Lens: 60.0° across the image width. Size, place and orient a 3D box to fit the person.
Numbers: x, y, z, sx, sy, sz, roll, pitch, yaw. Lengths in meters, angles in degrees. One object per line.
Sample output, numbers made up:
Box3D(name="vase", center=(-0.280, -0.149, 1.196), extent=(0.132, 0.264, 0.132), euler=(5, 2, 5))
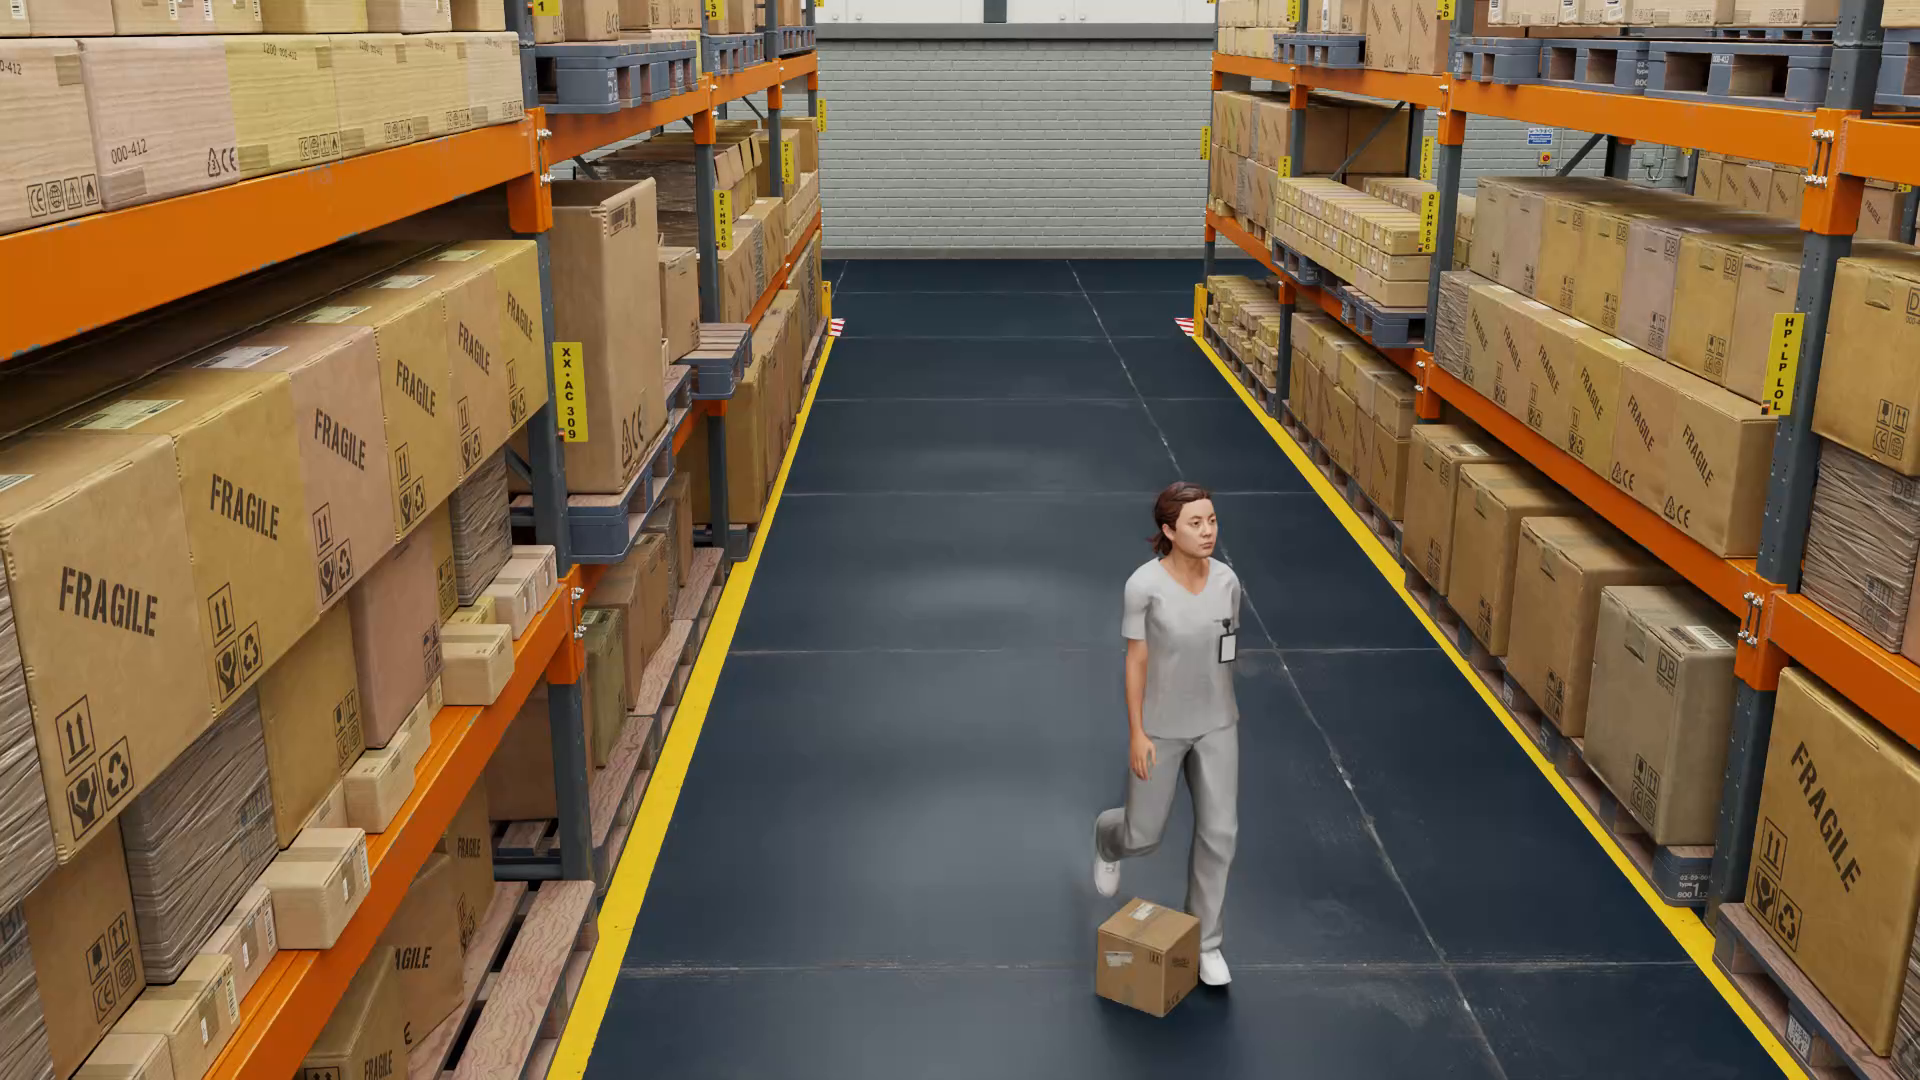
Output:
Box3D(name="person", center=(0.722, 0.601, 5.561), extent=(0.432, 1.644, 0.748), euler=(-4, 18, -13))
